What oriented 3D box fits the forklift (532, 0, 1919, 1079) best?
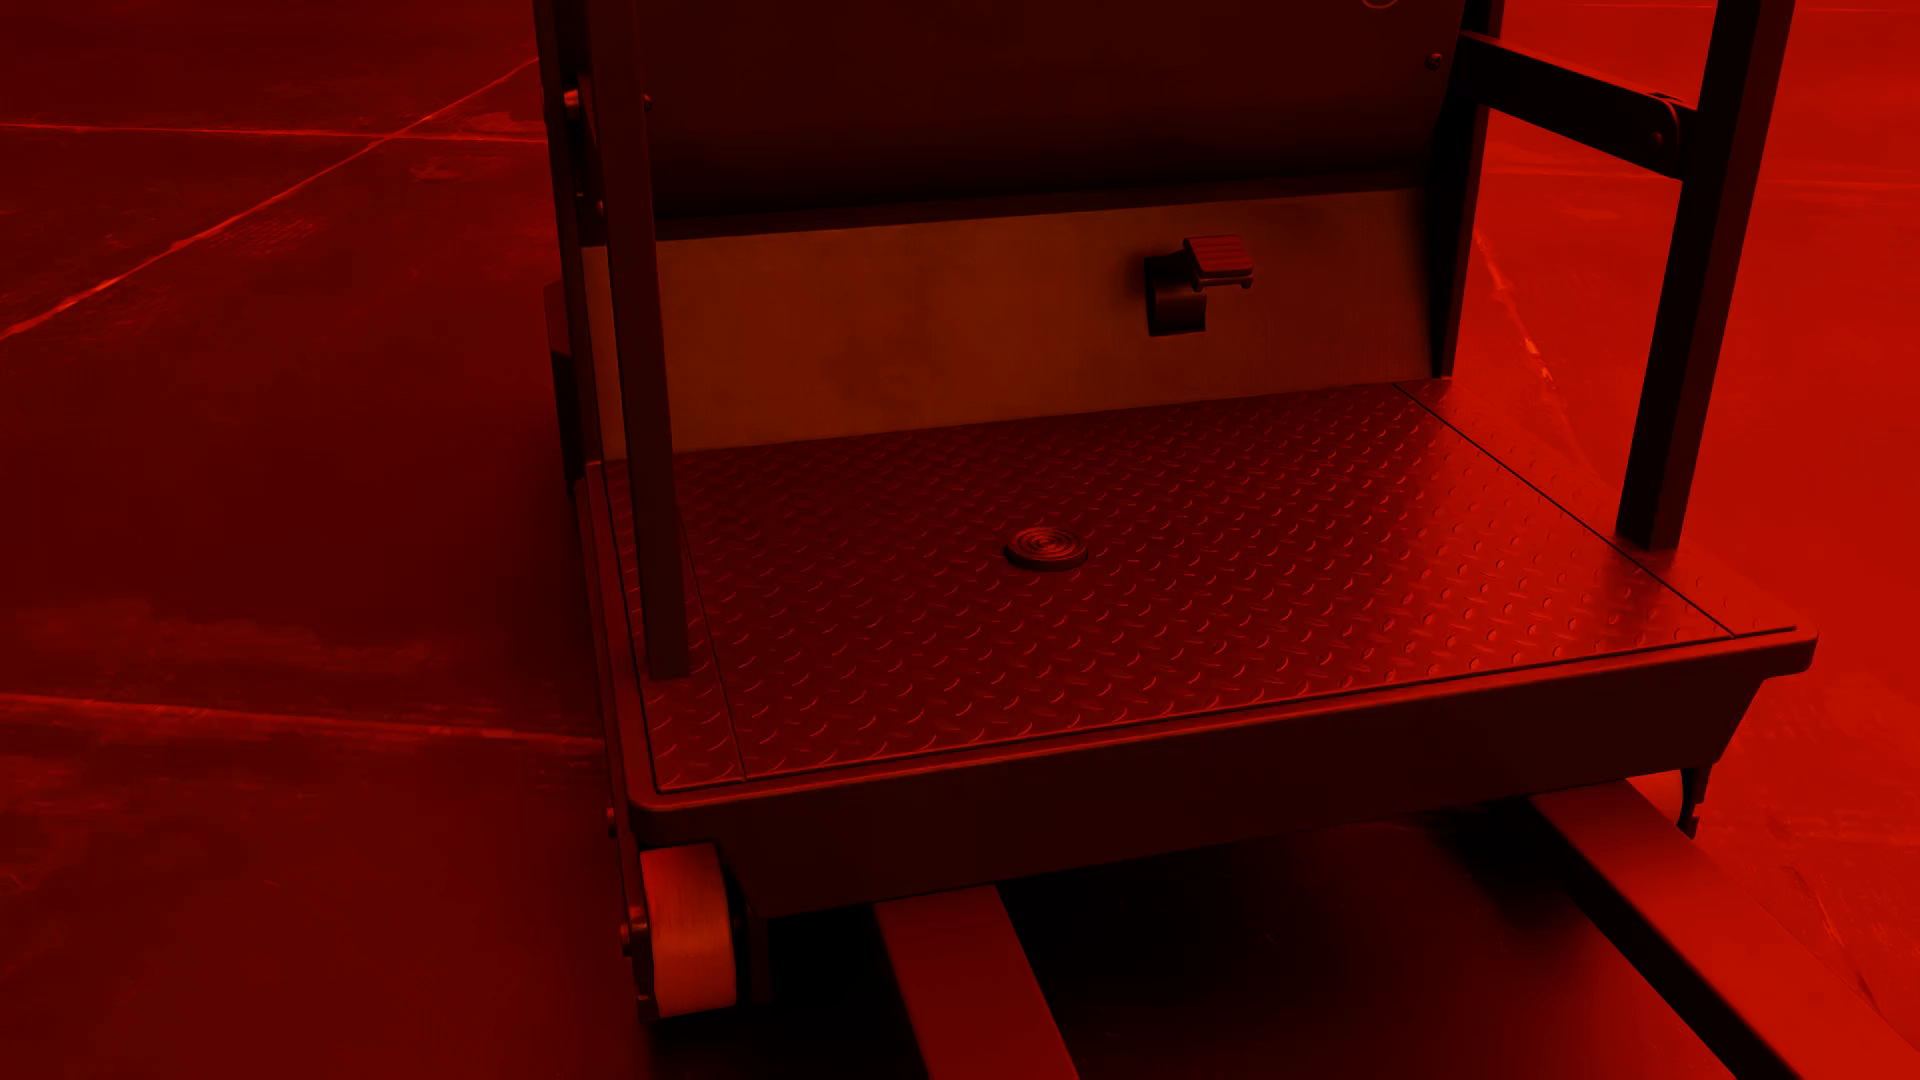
[{"bbox_3d":[0.153,-1.049,1.319,1.130,2.935,3.031,-7,27,-13],"label":"forklift"}]
